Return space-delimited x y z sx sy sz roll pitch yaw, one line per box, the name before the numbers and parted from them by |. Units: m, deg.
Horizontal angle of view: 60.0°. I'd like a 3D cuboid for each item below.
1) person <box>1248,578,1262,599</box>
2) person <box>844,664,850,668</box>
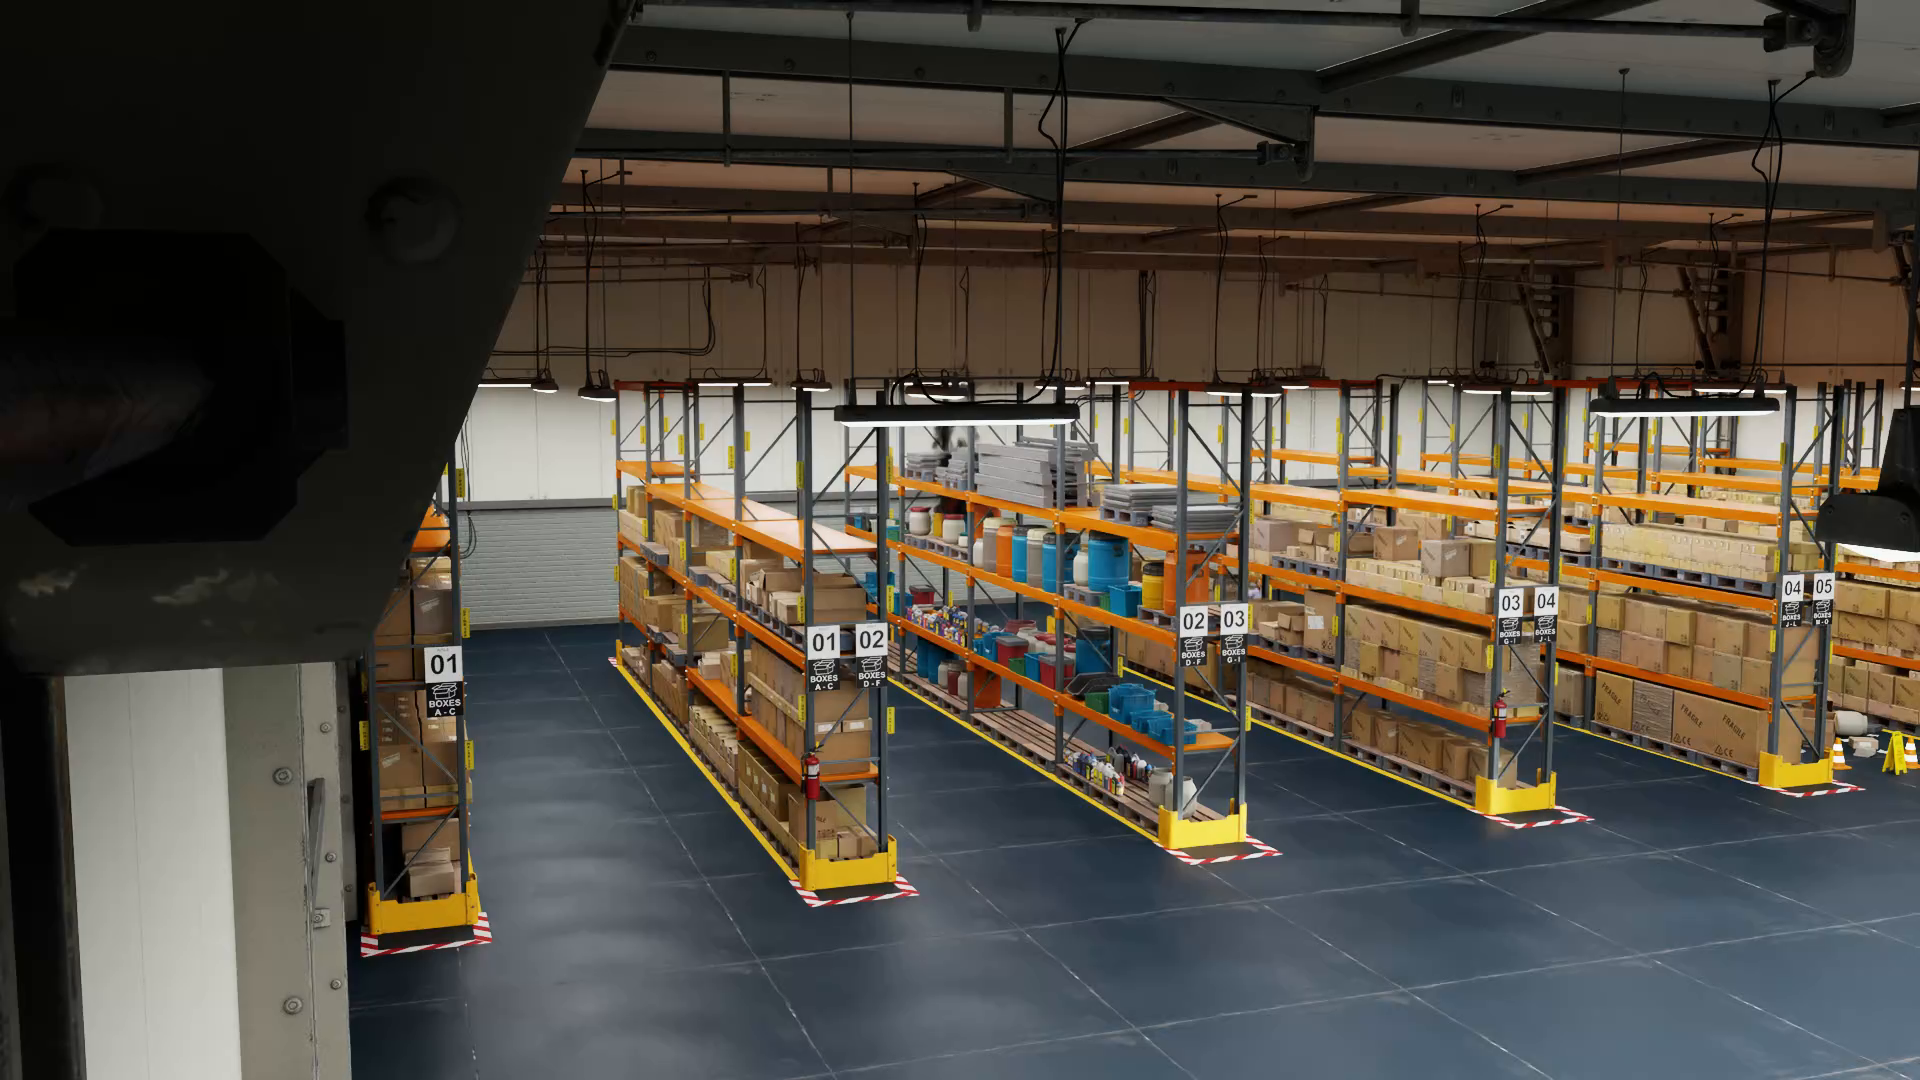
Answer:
person | 6.631 1.647 36.875 0.615 1.605 0.551 -3 7 -23
person | -2.088 2.511 28.492 0.593 1.635 0.894 -3 7 -28
